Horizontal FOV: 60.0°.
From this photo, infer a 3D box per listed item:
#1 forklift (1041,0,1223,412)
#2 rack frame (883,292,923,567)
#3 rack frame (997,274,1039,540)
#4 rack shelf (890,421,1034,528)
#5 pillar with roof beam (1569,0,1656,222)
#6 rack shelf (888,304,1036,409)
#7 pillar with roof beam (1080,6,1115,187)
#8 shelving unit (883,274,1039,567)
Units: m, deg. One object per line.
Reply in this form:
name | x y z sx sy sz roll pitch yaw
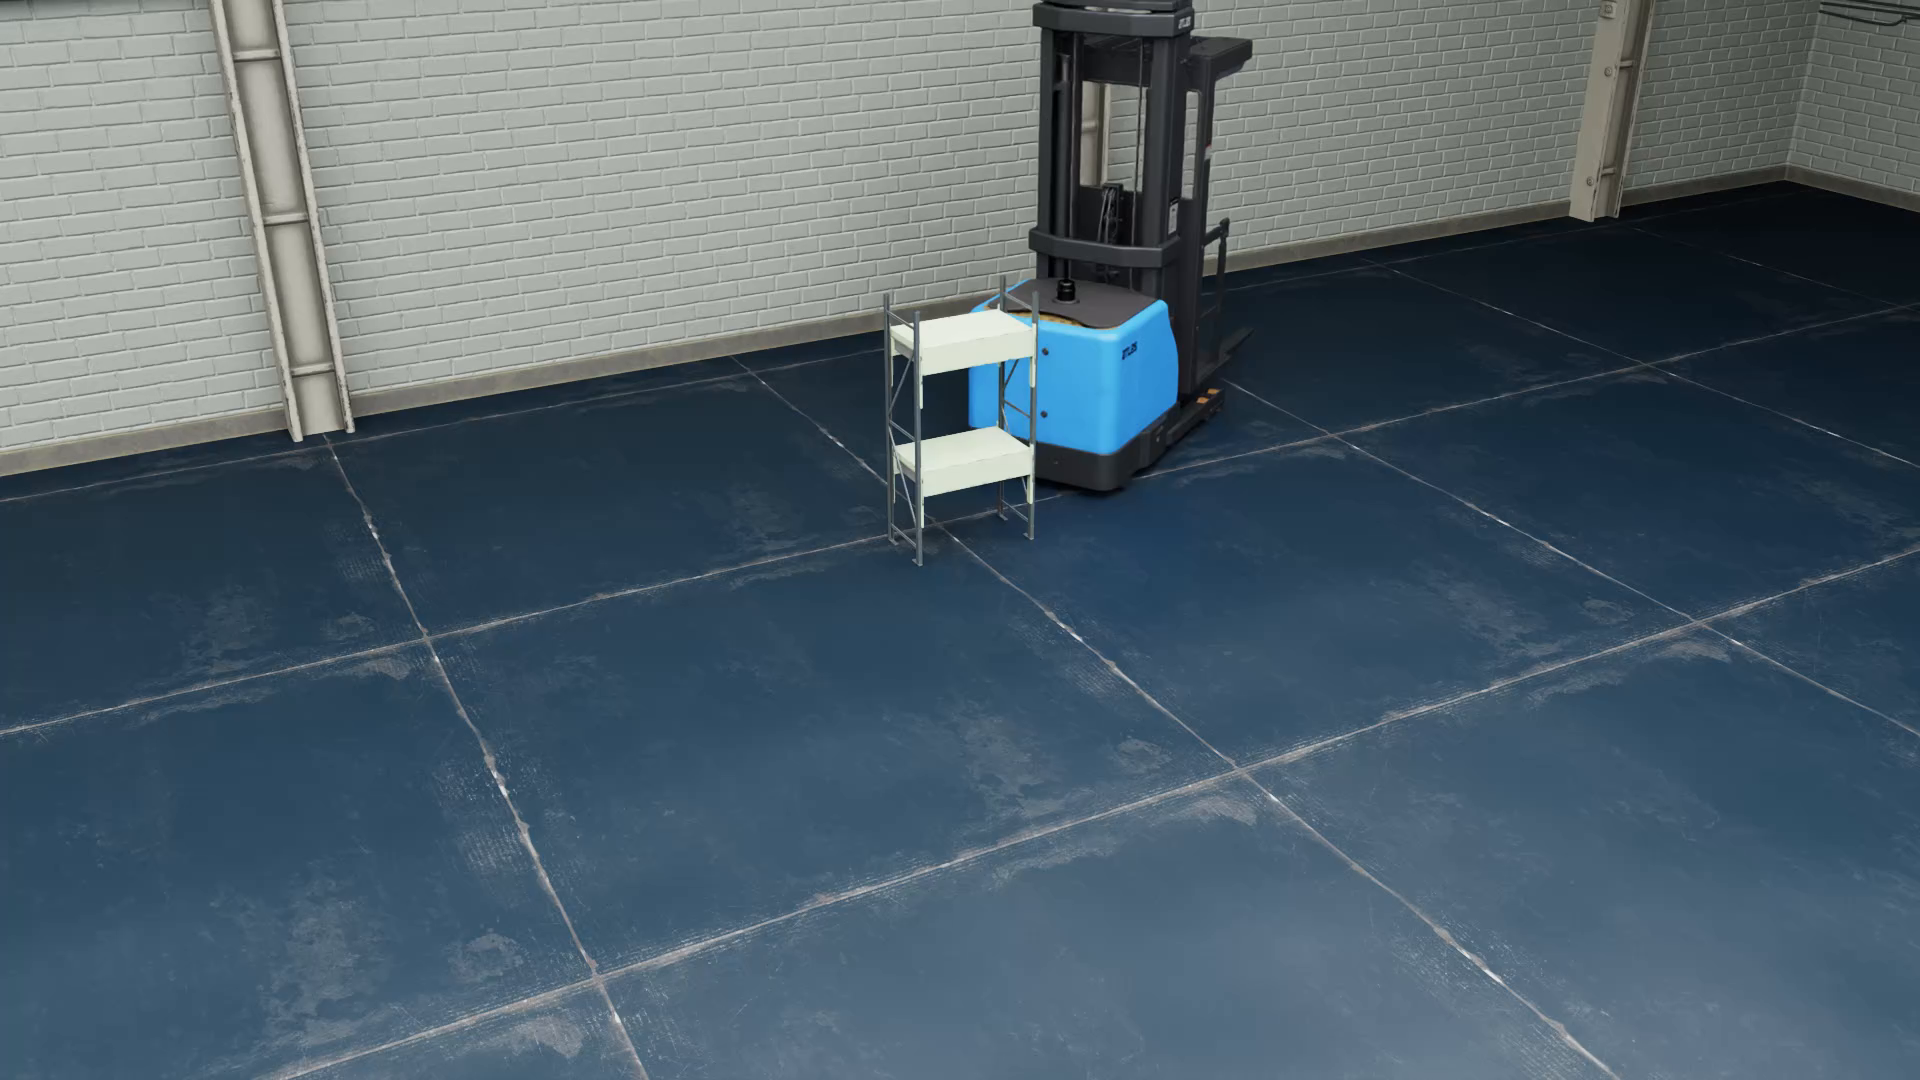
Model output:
forklift | 1.201 -2.224 10.995 1.121 2.935 3.031 14 29 26
rack frame | -0.317 -0.603 9.273 0.023 1.500 0.400 -13 29 -25
rack frame | 0.329 -0.752 9.583 0.023 1.500 0.400 -13 29 -25
rack shelf | 0.006 -0.384 9.569 0.720 0.370 0.431 -13 29 -25
pillar with roof beam | 8.267 -5.610 11.038 0.400 9.000 9.100 -13 29 -25
rack shelf | 0.006 -1.029 9.259 0.720 0.370 0.431 -13 29 -25
pillar with roof beam | 2.973 -4.388 8.493 0.400 9.000 9.100 -13 29 -25
shelving unit | 0.006 -0.677 9.428 0.755 1.500 0.431 -13 29 -25
